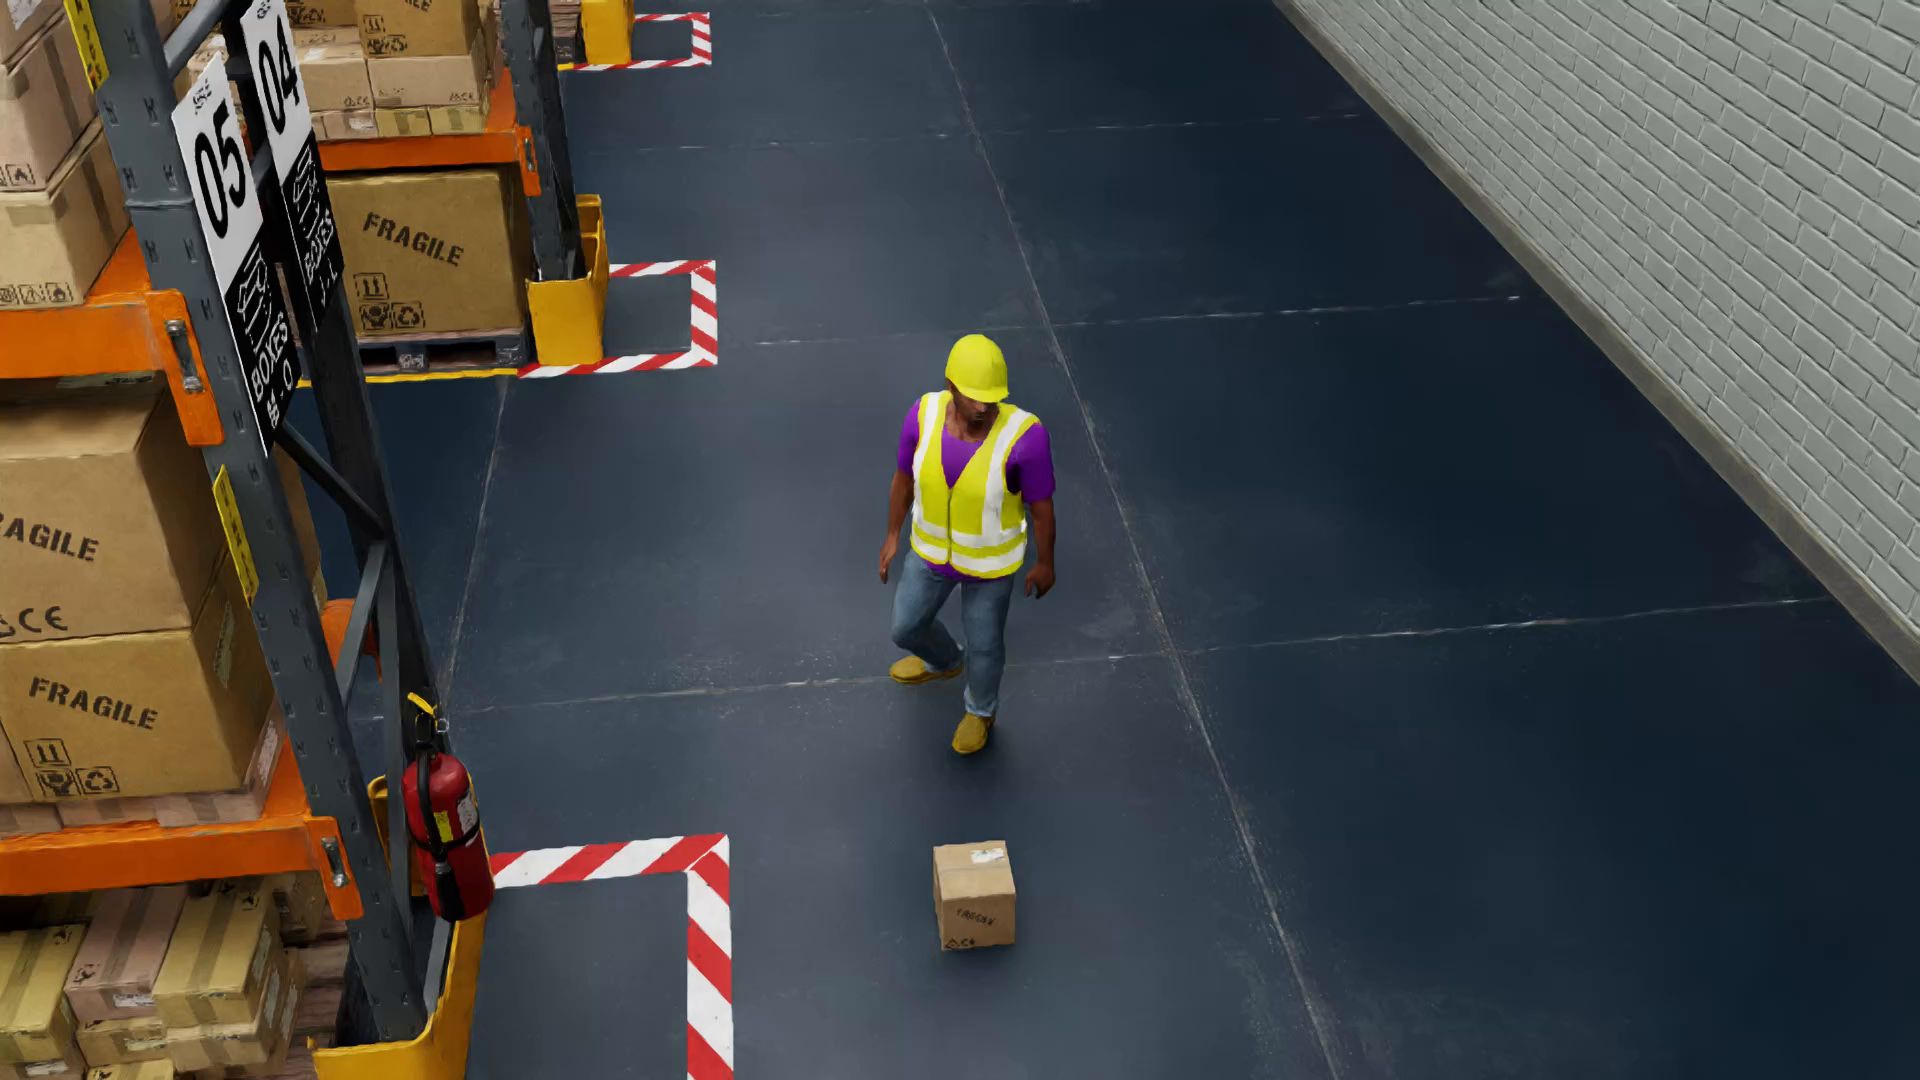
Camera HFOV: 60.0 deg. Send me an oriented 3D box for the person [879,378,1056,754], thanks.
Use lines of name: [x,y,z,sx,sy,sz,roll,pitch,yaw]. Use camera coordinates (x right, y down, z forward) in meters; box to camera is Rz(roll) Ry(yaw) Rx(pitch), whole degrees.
person: [0.003,0.115,6.168,0.729,1.483,0.448,16,38,22]
